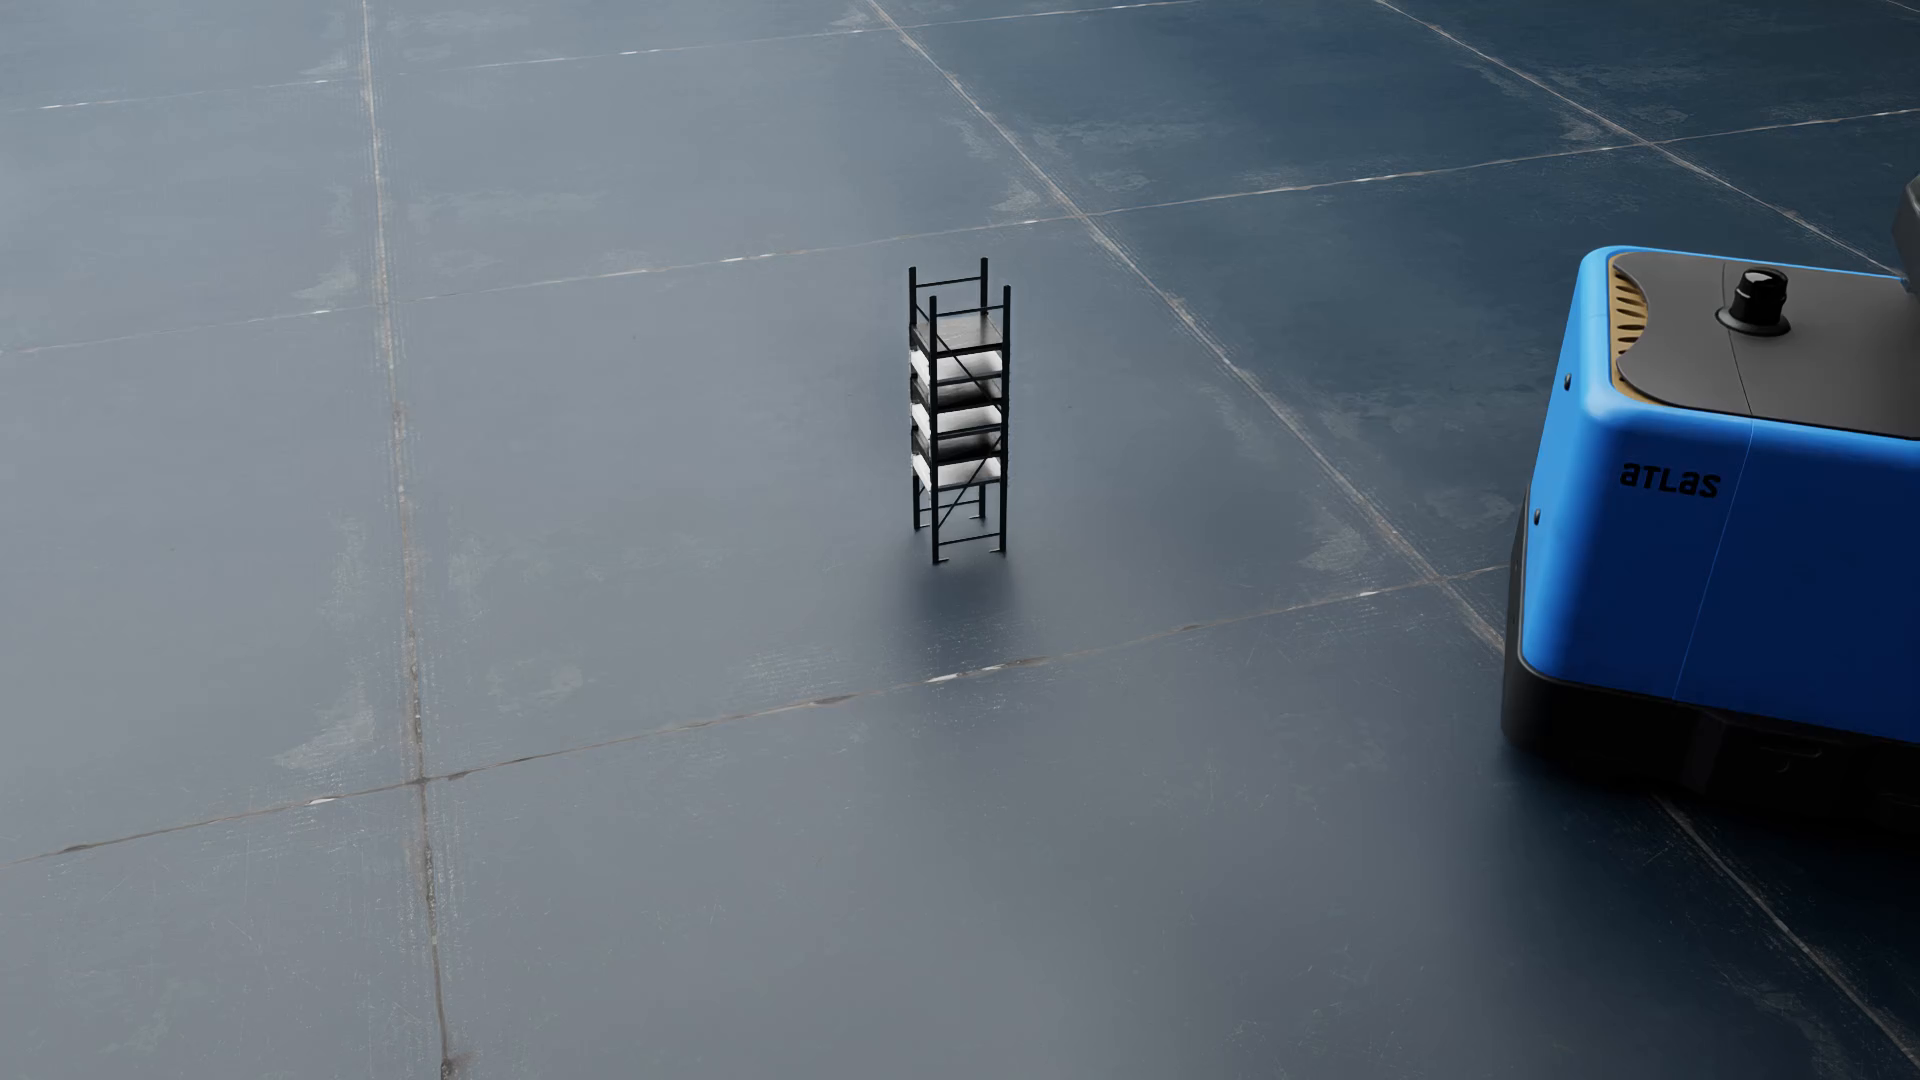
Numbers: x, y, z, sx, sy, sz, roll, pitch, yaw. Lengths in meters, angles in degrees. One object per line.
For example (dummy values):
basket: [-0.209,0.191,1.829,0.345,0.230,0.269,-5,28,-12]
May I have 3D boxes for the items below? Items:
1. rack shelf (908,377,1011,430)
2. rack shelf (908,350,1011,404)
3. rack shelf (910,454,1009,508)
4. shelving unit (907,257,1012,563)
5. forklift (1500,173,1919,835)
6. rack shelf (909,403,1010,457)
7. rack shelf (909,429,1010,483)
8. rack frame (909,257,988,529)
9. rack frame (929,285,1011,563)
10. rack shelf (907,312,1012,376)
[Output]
rack shelf: [-0.002,-0.427,4.977,0.258,0.077,0.200,-10,35,-15]
rack shelf: [-0.002,-0.502,4.928,0.258,0.077,0.200,-10,35,-15]
rack shelf: [-0.002,-0.202,5.126,0.258,0.077,0.200,-10,35,-15]
shelving unit: [-0.002,-0.380,5.008,0.258,0.900,0.210,-10,35,-15]
forklift: [2.997,-0.650,3.574,3.031,2.935,1.130,10,35,14]
rack shelf: [-0.002,-0.352,5.027,0.258,0.077,0.200,-10,35,-15]
rack shelf: [-0.002,-0.277,5.076,0.258,0.077,0.200,-10,35,-15]
rack frame: [-0.033,-0.433,5.089,0.240,0.900,0.006,-10,35,-15]
rack frame: [0.029,-0.326,4.928,0.240,0.900,0.006,-10,35,-15]
rack shelf: [-0.002,-0.577,4.878,0.258,0.077,0.200,-10,35,-15]
